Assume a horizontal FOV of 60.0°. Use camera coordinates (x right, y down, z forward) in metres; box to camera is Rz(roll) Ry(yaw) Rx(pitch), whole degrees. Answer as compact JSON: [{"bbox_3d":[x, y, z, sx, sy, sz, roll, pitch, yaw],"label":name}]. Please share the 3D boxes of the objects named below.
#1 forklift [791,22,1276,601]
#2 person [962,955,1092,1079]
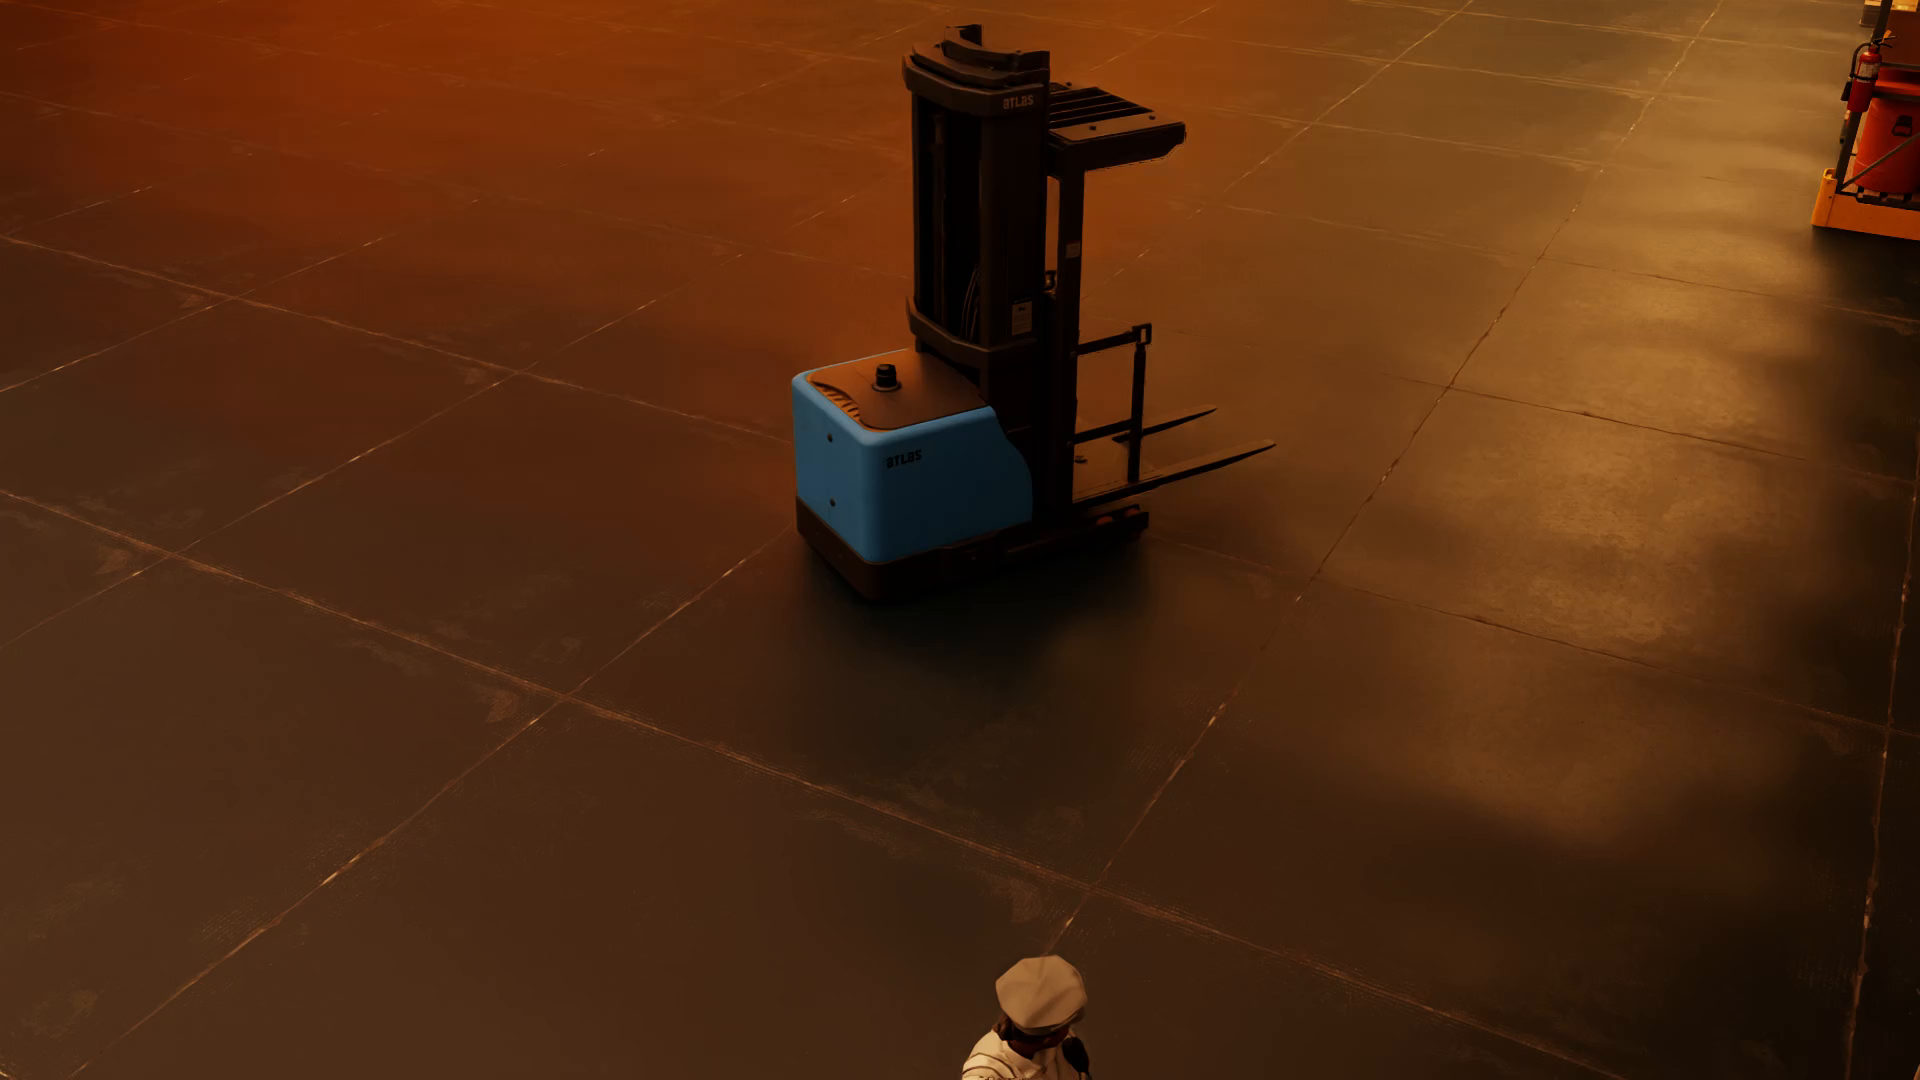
[{"bbox_3d":[0.550,-1.455,9.592,3.031,2.935,1.130,-16,34,-26],"label":"forklift"},{"bbox_3d":[0.215,1.942,5.102,0.548,1.660,0.740,-14,33,-23],"label":"person"}]
